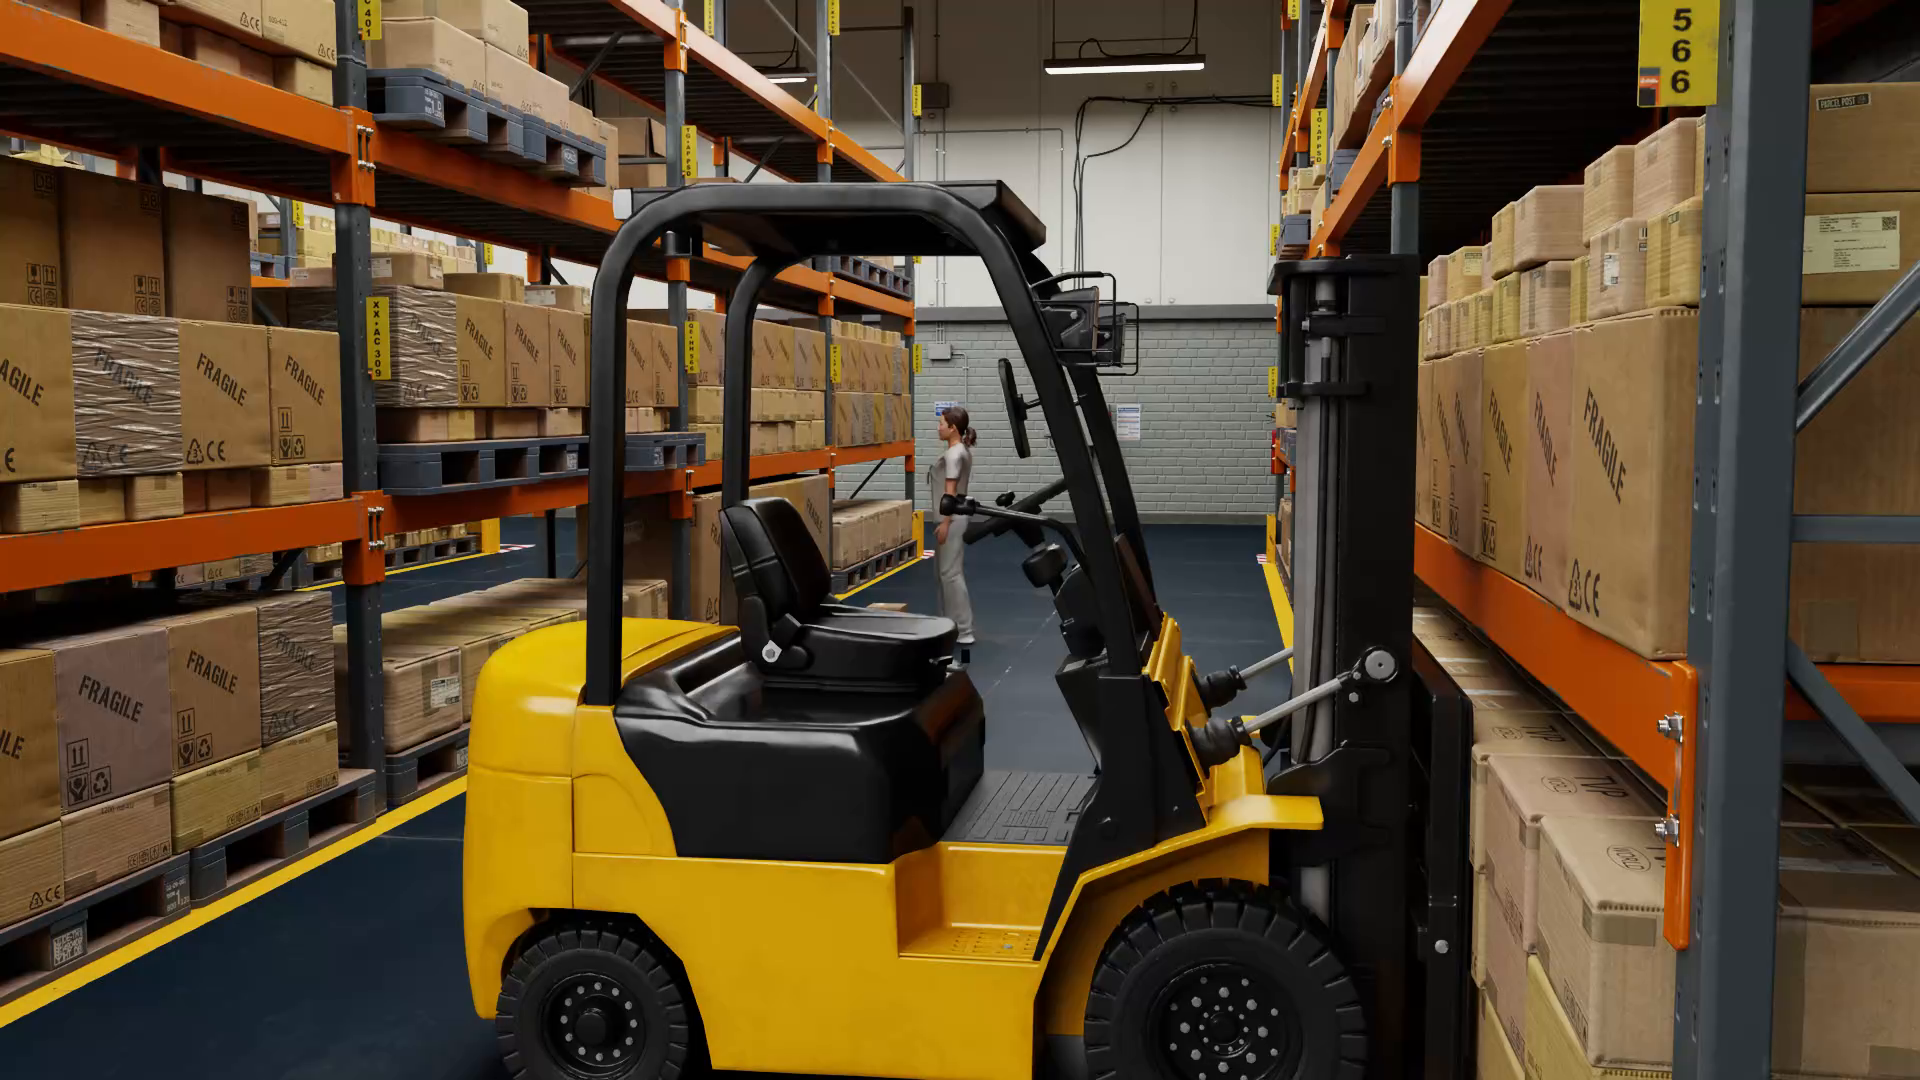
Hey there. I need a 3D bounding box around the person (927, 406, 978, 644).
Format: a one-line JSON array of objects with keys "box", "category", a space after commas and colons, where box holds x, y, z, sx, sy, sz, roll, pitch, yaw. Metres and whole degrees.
[{"box": [-0.087, -0.105, 11.768, 0.432, 1.676, 0.436, 1, 5, 9], "category": "person"}]
